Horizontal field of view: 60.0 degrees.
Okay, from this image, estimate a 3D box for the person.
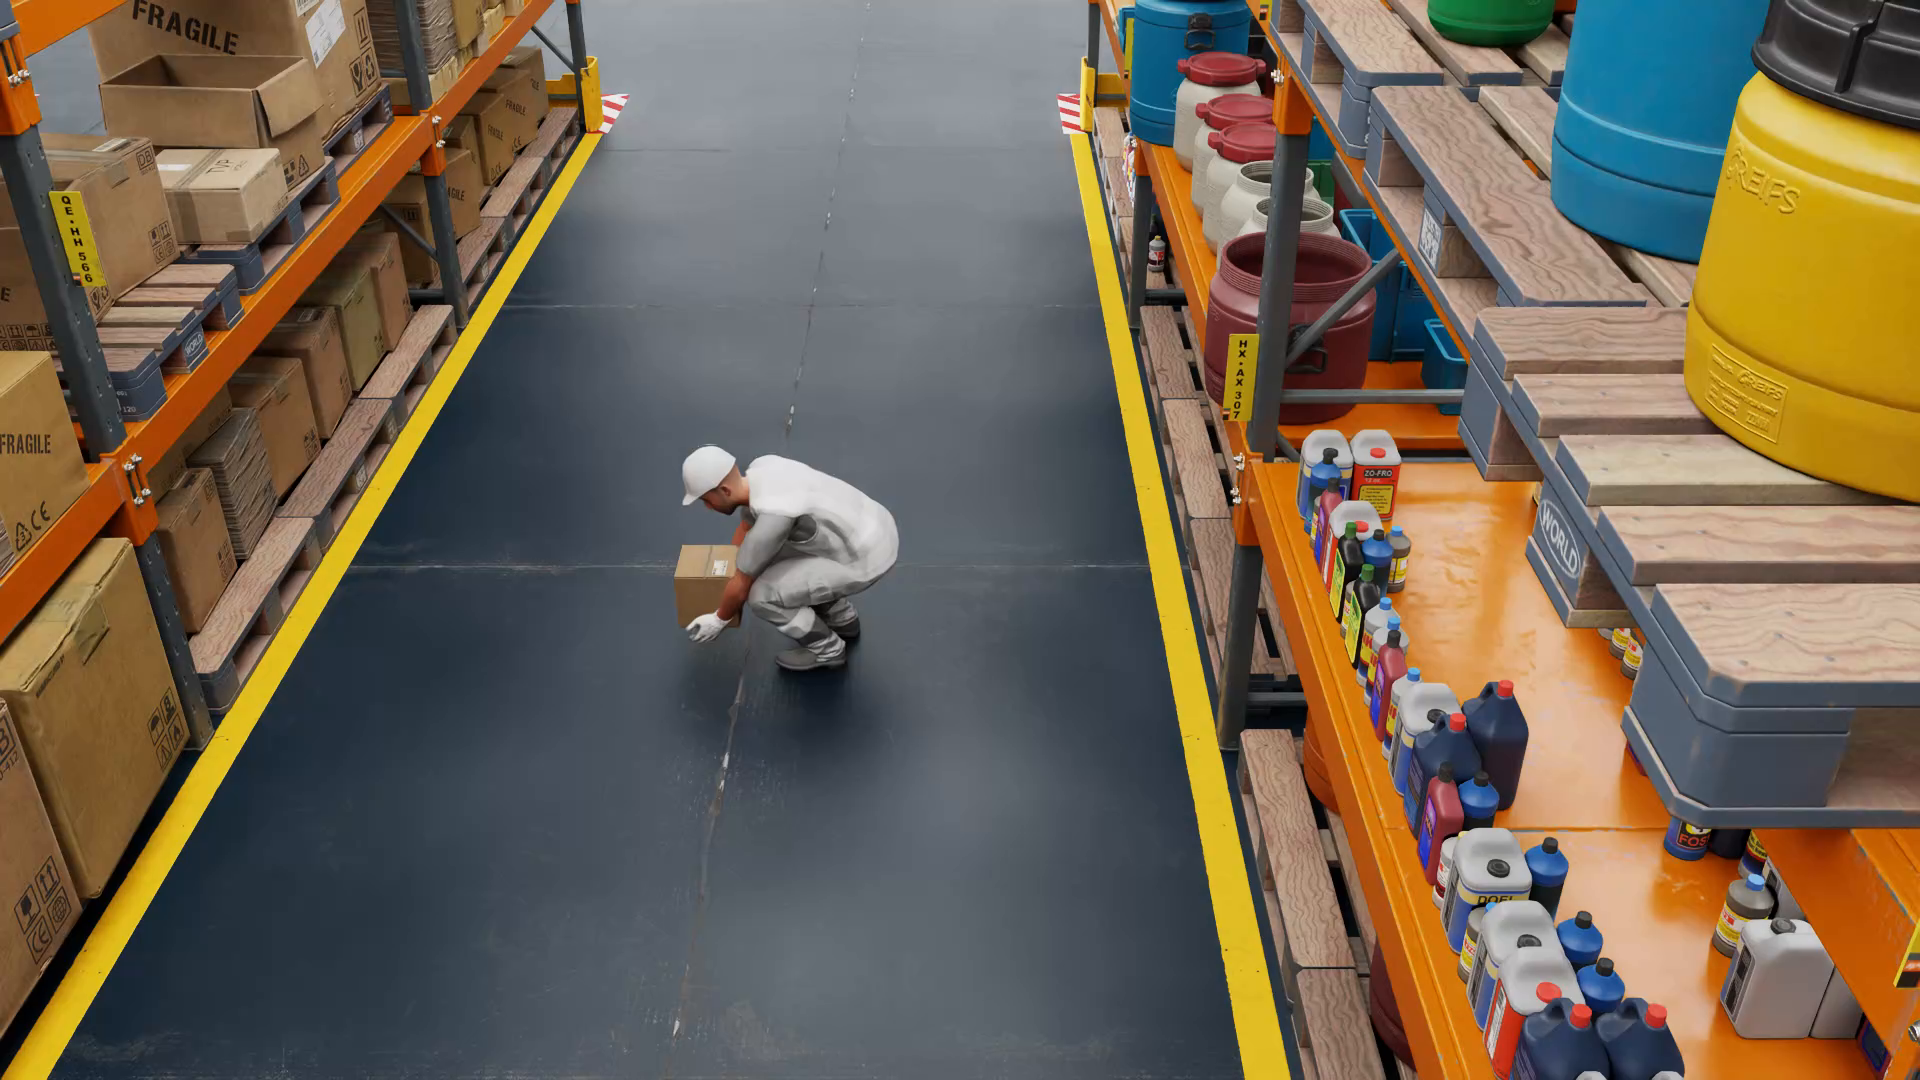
[{"bbox_3d":[-0.689,0.051,6.786,0.881,1.007,0.575,0,31,0],"label":"person"}]
